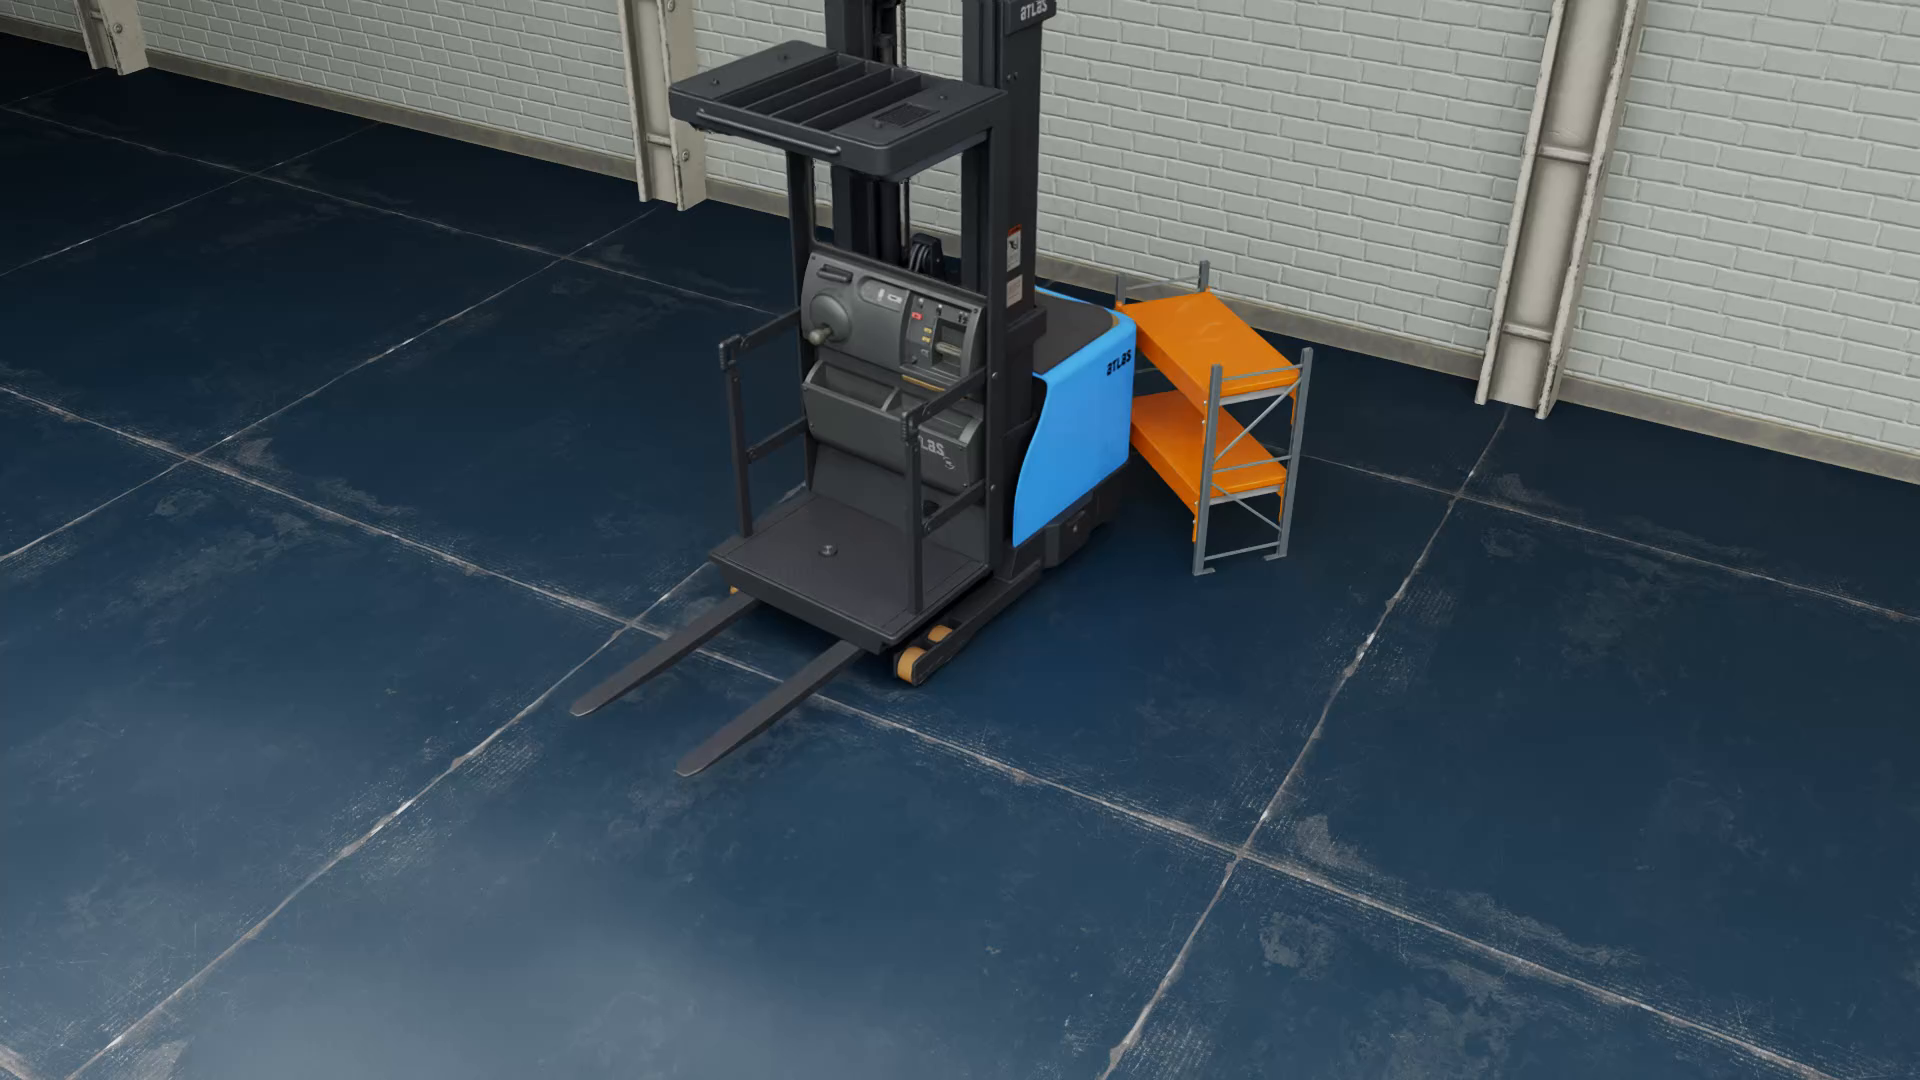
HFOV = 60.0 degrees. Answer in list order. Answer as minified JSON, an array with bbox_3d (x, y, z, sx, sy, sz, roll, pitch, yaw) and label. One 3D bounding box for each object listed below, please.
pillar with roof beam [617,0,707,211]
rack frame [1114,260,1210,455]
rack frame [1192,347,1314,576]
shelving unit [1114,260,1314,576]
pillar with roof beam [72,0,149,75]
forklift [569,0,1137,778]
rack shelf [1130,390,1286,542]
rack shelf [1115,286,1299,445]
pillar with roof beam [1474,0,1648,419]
[{"bbox_3d":[-4.185,-4.122,6.321,0.400,9.000,9.100,18,37,24],"label":"pillar with roof beam"},{"bbox_3d":[1.009,-0.879,8.556,0.500,1.125,0.032,-11,35,-17],"label":"rack frame"},{"bbox_3d":[1.357,-0.350,7.761,0.500,1.125,0.032,-11,35,-17],"label":"rack frame"},{"bbox_3d":[1.183,-0.615,8.158,0.538,1.125,1.048,-11,35,-17],"label":"shelving unit"},{"bbox_3d":[-9.394,-5.772,8.799,0.400,9.000,9.100,18,37,24],"label":"pillar with roof beam"},{"bbox_3d":[-0.427,-0.895,6.949,1.130,2.935,3.031,23,40,30],"label":"forklift"},{"bbox_3d":[1.183,-0.411,8.294,0.538,0.278,1.000,-11,35,-17],"label":"rack shelf"},{"bbox_3d":[1.183,-0.858,7.996,0.538,0.278,1.000,-11,35,-17],"label":"rack shelf"},{"bbox_3d":[1.025,-2.472,3.843,0.400,9.000,9.100,18,37,24],"label":"pillar with roof beam"}]
